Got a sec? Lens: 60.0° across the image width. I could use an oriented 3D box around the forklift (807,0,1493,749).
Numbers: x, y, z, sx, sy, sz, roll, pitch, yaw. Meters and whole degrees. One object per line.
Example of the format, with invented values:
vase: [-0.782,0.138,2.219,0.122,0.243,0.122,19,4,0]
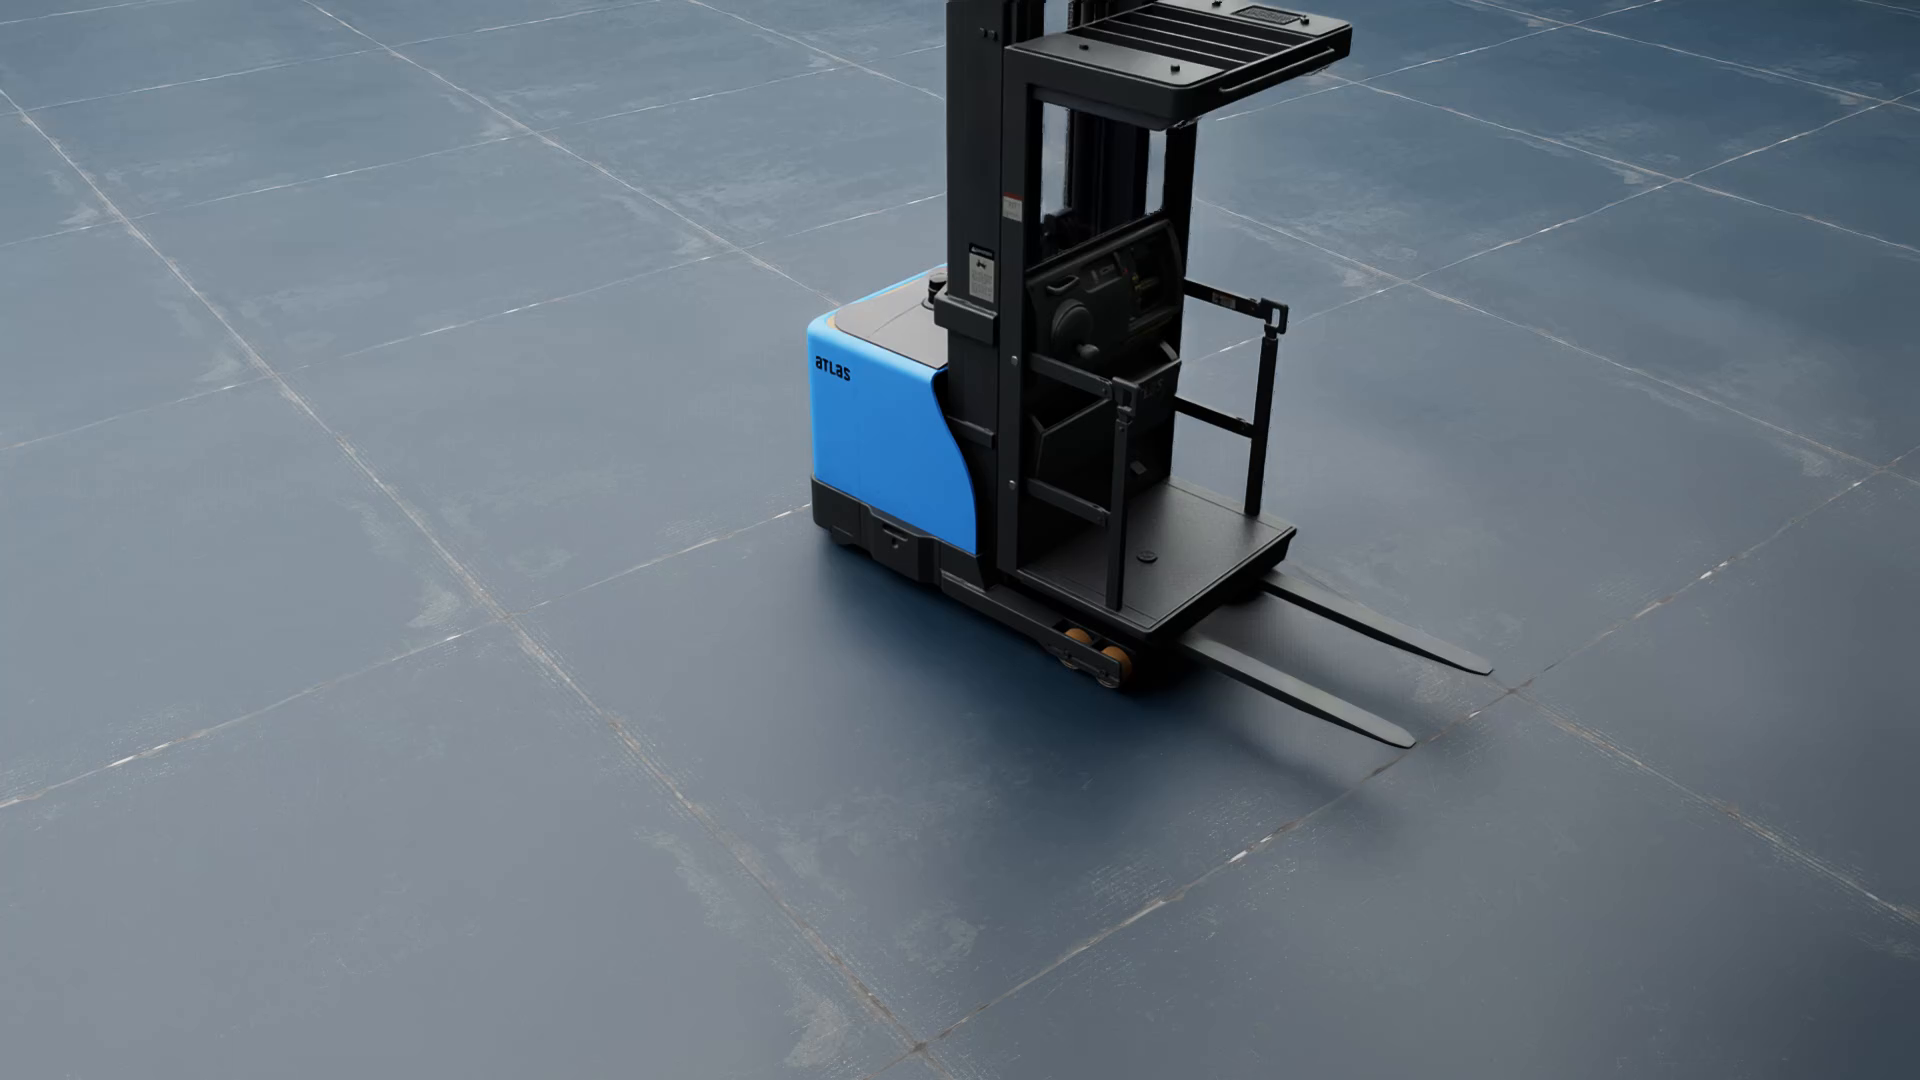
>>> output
forklift: [0.745,-0.956,6.511,3.031,2.935,1.130,25,40,35]
